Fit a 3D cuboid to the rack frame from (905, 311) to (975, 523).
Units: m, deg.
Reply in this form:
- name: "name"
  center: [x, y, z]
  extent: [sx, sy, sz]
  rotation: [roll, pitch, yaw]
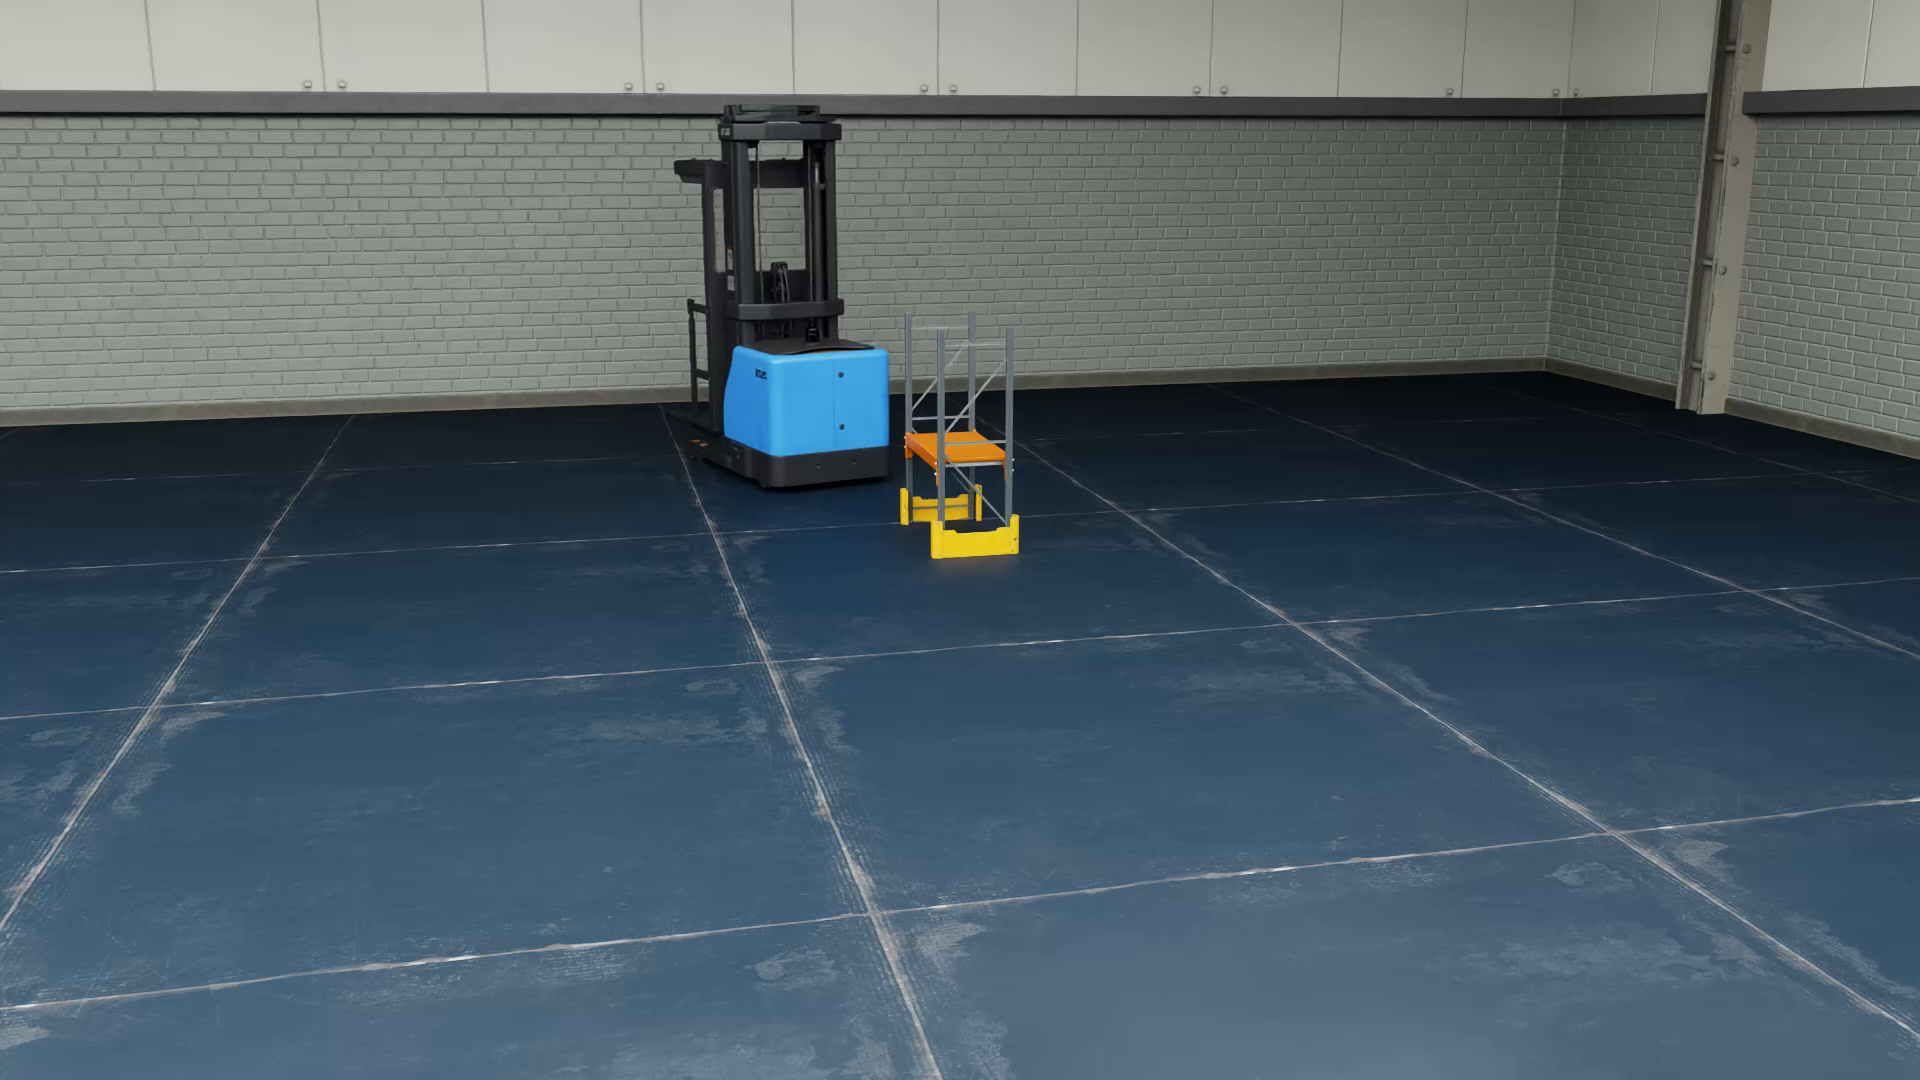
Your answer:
- name: "rack frame"
  center: [-0.139, -0.866, 11.810]
  extent: [0.500, 1.500, 0.032]
  rotation: [-3, 14, -13]

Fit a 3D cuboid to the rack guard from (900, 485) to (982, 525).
- name: "rack guard"
  center: [-0.135, -0.254, 11.940]
  extent: [0.587, 0.250, 0.087]
  rotation: [-3, 14, -13]

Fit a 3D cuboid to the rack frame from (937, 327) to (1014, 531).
- name: "rack frame"
  center: [0.099, -0.631, 10.850]
  extent: [0.500, 1.500, 0.032]
  rotation: [-3, 14, -13]

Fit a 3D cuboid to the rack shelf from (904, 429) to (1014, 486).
- name: "rack shelf"
  center: [-0.020, -0.574, 11.372]
  extent: [0.538, 0.185, 1.000]
  rotation: [-3, 14, -13]

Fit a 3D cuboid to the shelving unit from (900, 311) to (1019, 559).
- name: "shelving unit"
  center: [-0.018, -0.746, 11.321]
  extent: [0.587, 1.500, 1.083]
  rotation: [-3, 14, -13]

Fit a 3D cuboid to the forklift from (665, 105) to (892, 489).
- name: "forklift"
  center: [-1.699, -2.126, 13.955]
  extent: [1.130, 2.935, 3.031]
  rotation: [-7, 16, -28]

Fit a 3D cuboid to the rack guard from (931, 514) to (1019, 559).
- name: "rack guard"
  center: [0.099, -0.024, 10.999]
  extent: [0.587, 0.250, 0.087]
  rotation: [-3, 14, -13]
